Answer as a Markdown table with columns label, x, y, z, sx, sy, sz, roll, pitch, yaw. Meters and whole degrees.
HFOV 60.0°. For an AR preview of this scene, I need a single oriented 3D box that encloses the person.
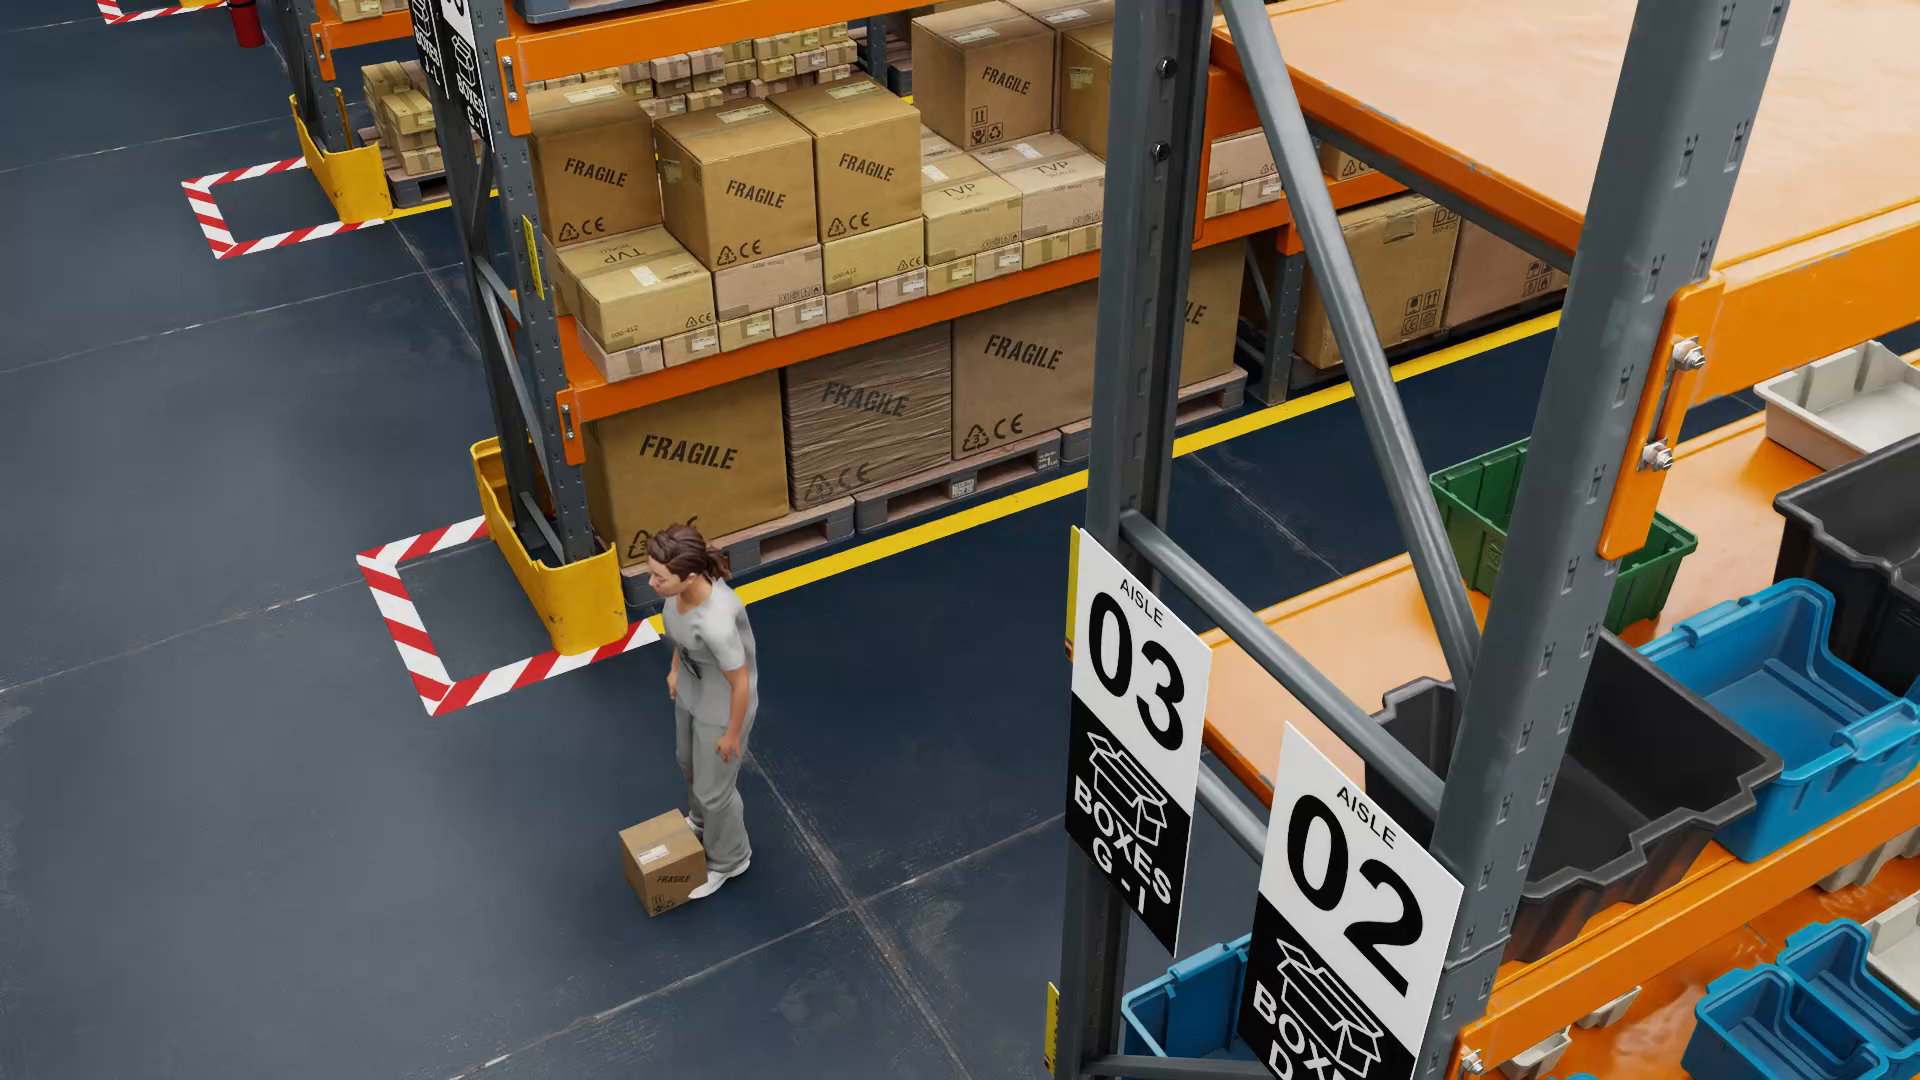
| label | x | y | z | sx | sy | sz | roll | pitch | yaw |
| --- | --- | --- | --- | --- | --- | --- | --- | --- | --- |
| person | -0.957 | 0.611 | 6.116 | 0.416 | 1.671 | 0.507 | -22 | 42 | -26 |
